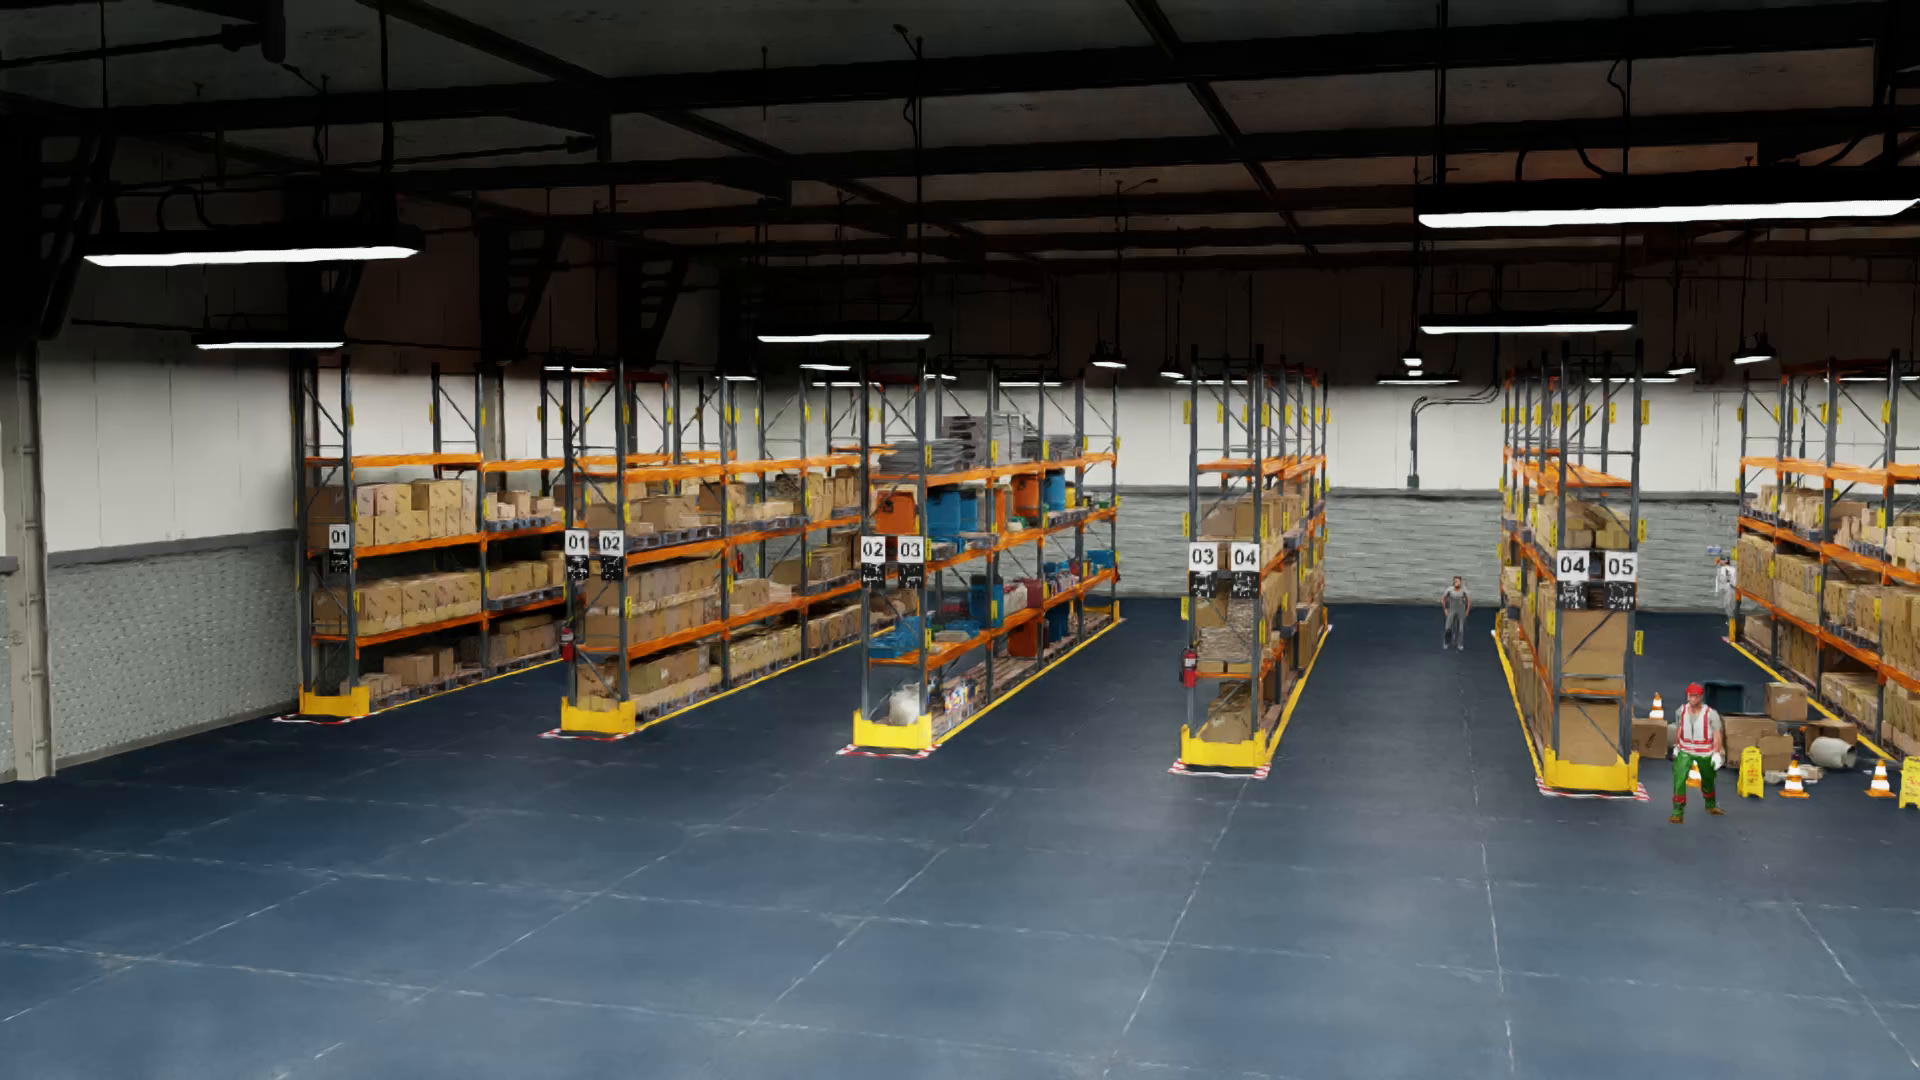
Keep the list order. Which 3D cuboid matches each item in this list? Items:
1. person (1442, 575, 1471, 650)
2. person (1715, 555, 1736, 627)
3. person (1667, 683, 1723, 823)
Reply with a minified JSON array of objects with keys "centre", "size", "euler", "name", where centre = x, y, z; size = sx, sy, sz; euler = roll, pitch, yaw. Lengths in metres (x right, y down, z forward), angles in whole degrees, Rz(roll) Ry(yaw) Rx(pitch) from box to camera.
[{"centre":[10.585,1.548,35.511],"size":[0.565,1.601,0.507],"euler":[1,4,14],"name":"person"},{"centre":[18.325,1.196,39.682],"size":[0.465,1.689,0.579],"euler":[-2,5,-21],"name":"person"},{"centre":[9.079,2.609,20.497],"size":[0.596,1.734,0.987],"euler":[3,5,35],"name":"person"}]
